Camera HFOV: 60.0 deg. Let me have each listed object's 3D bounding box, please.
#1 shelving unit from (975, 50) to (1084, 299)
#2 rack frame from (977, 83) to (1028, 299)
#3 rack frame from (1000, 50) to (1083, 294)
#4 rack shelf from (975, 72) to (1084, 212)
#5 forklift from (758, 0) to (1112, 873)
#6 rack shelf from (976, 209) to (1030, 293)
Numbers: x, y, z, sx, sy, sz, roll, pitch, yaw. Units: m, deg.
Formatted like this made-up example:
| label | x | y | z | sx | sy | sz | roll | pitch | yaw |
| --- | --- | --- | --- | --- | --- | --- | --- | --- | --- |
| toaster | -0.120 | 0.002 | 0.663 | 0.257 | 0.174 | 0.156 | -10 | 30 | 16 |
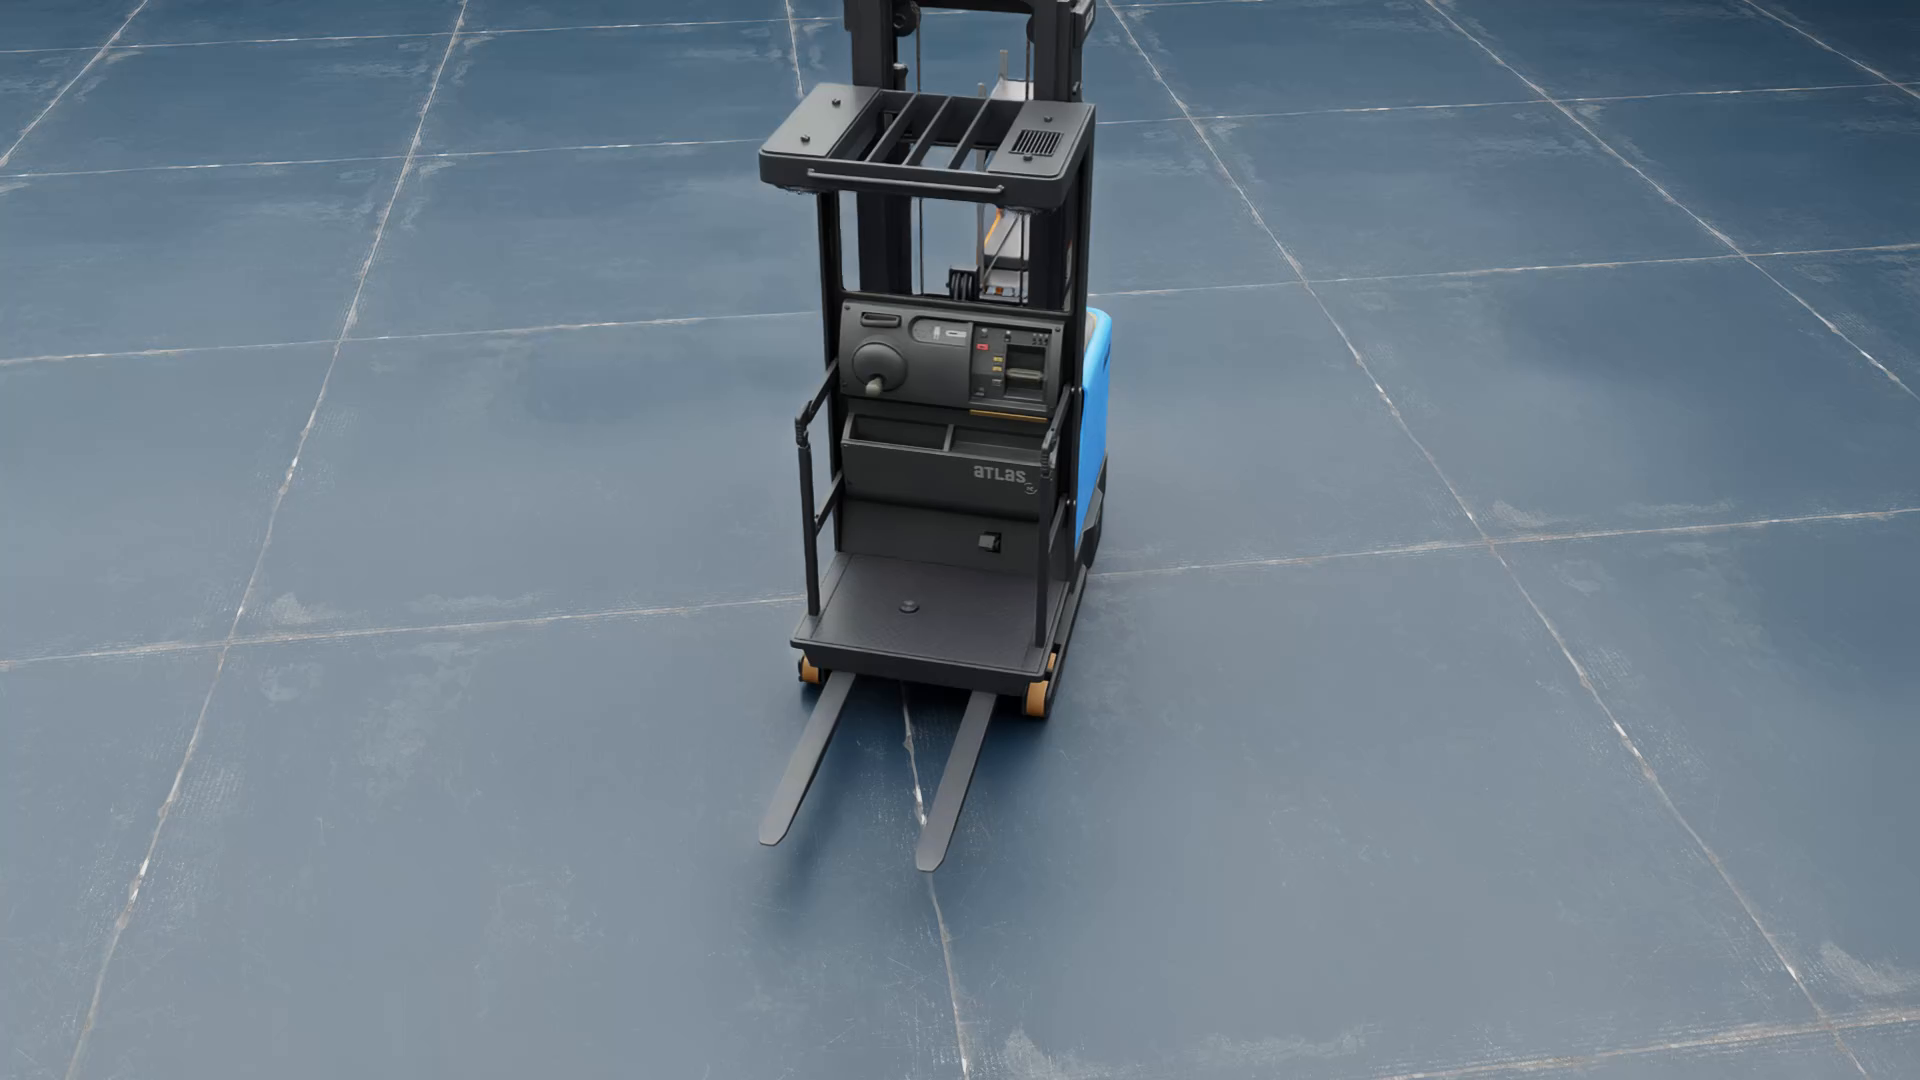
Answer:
| label | x | y | z | sx | sy | sz | roll | pitch | yaw |
| --- | --- | --- | --- | --- | --- | --- | --- | --- | --- |
| shelving unit | 0.334 | -1.317 | 8.318 | 0.431 | 2.100 | 0.503 | 7 | 35 | 11 |
| rack frame | 0.280 | -1.183 | 8.121 | 0.400 | 2.100 | 0.015 | 7 | 35 | 11 |
| rack frame | 0.389 | -1.451 | 8.514 | 0.400 | 2.100 | 0.015 | 7 | 35 | 11 |
| rack shelf | 0.334 | -1.884 | 7.931 | 0.431 | 0.518 | 0.480 | 7 | 35 | 11 |
| forklift | -0.086 | -0.686 | 6.654 | 1.130 | 2.935 | 3.031 | 7 | 35 | 11 |
| rack shelf | 0.334 | -1.306 | 8.325 | 0.431 | 0.518 | 0.480 | 7 | 35 | 11 |
